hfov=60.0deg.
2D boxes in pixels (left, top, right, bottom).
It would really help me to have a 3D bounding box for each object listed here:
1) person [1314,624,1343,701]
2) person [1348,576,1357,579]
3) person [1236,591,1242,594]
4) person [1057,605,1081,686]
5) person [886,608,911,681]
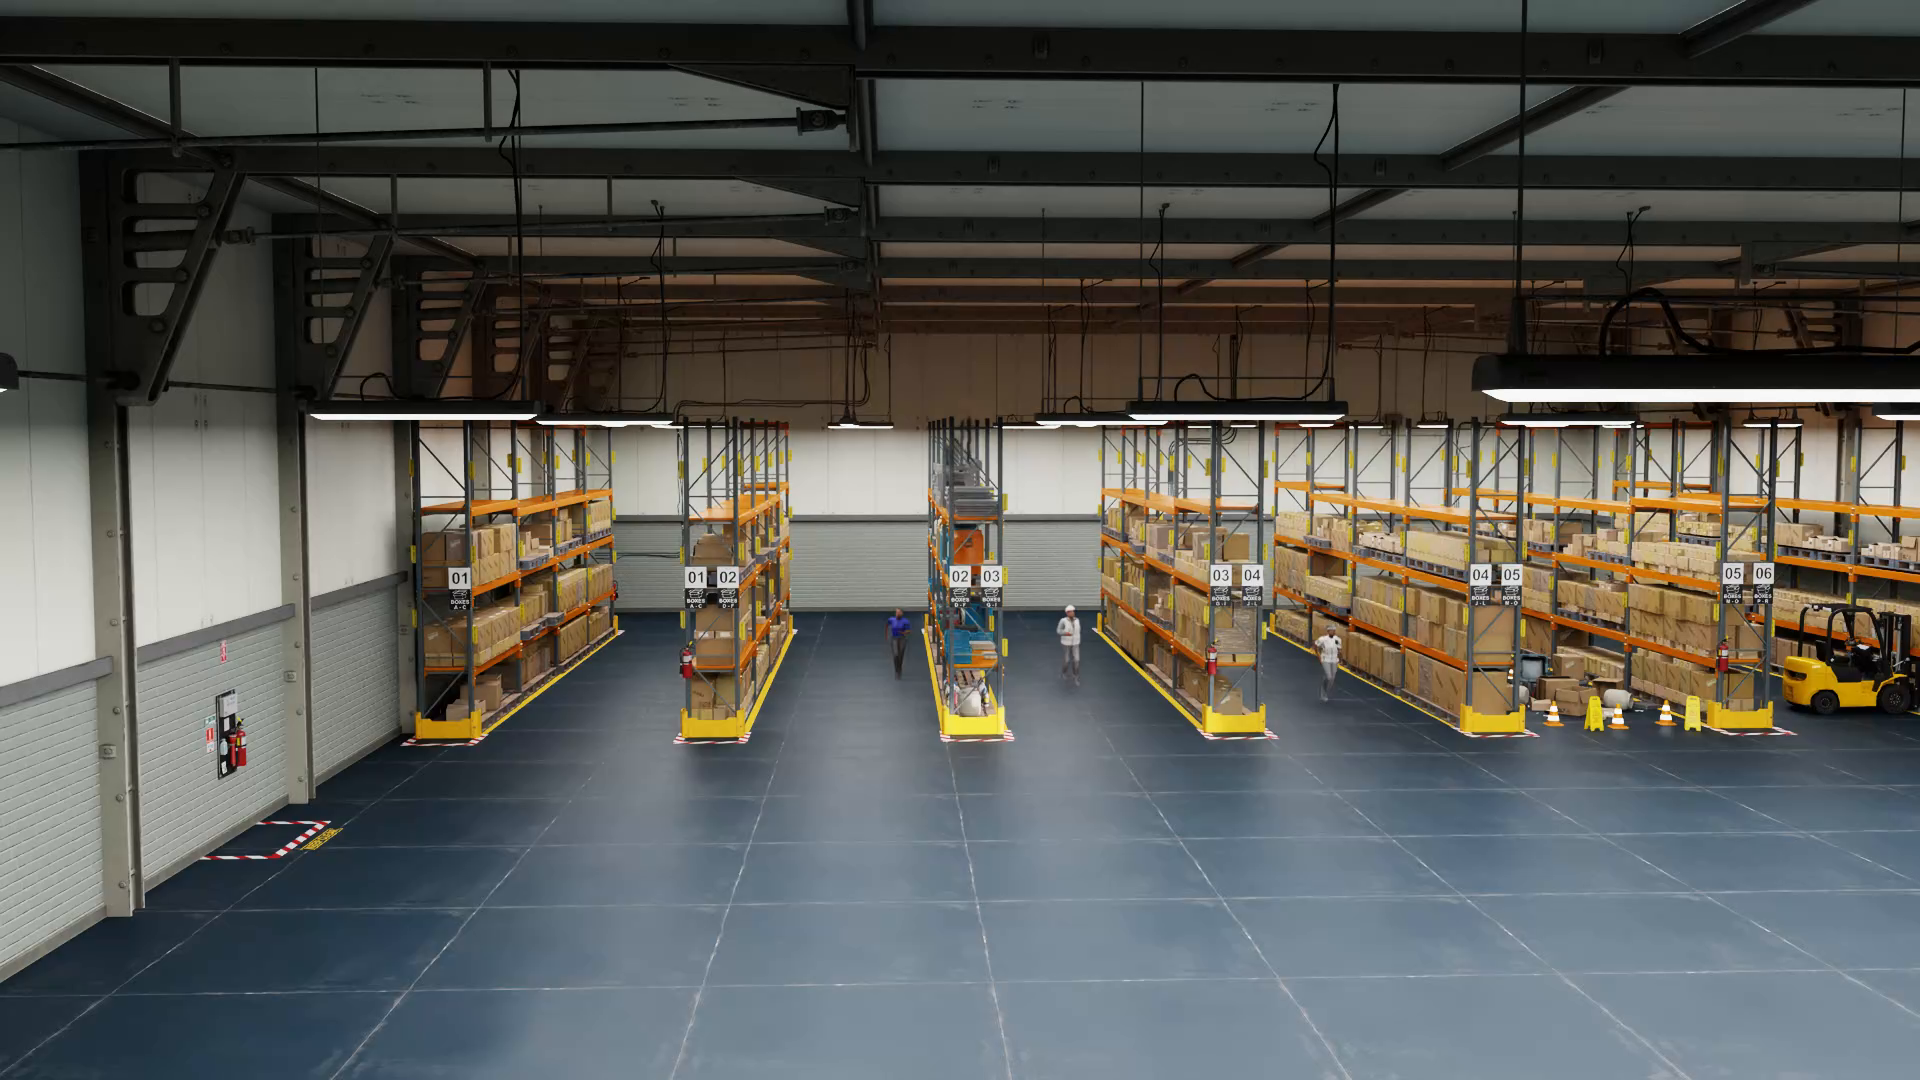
[{"bbox_3d":[7.819,2.585,35.181,0.568,1.660,0.681,-1,4,-10],"label":"person"},{"bbox_3d":[11.026,1.834,46.780,0.617,1.711,0.862,-1,4,-10],"label":"person"},{"bbox_3d":[7.943,1.787,47.346,0.728,1.741,0.673,1,4,16],"label":"person"},{"bbox_3d":[2.477,2.381,37.690,0.640,1.819,0.791,-1,4,-13],"label":"person"},{"bbox_3d":[-1.425,2.399,38.506,0.599,1.698,0.832,0,4,0],"label":"person"}]
